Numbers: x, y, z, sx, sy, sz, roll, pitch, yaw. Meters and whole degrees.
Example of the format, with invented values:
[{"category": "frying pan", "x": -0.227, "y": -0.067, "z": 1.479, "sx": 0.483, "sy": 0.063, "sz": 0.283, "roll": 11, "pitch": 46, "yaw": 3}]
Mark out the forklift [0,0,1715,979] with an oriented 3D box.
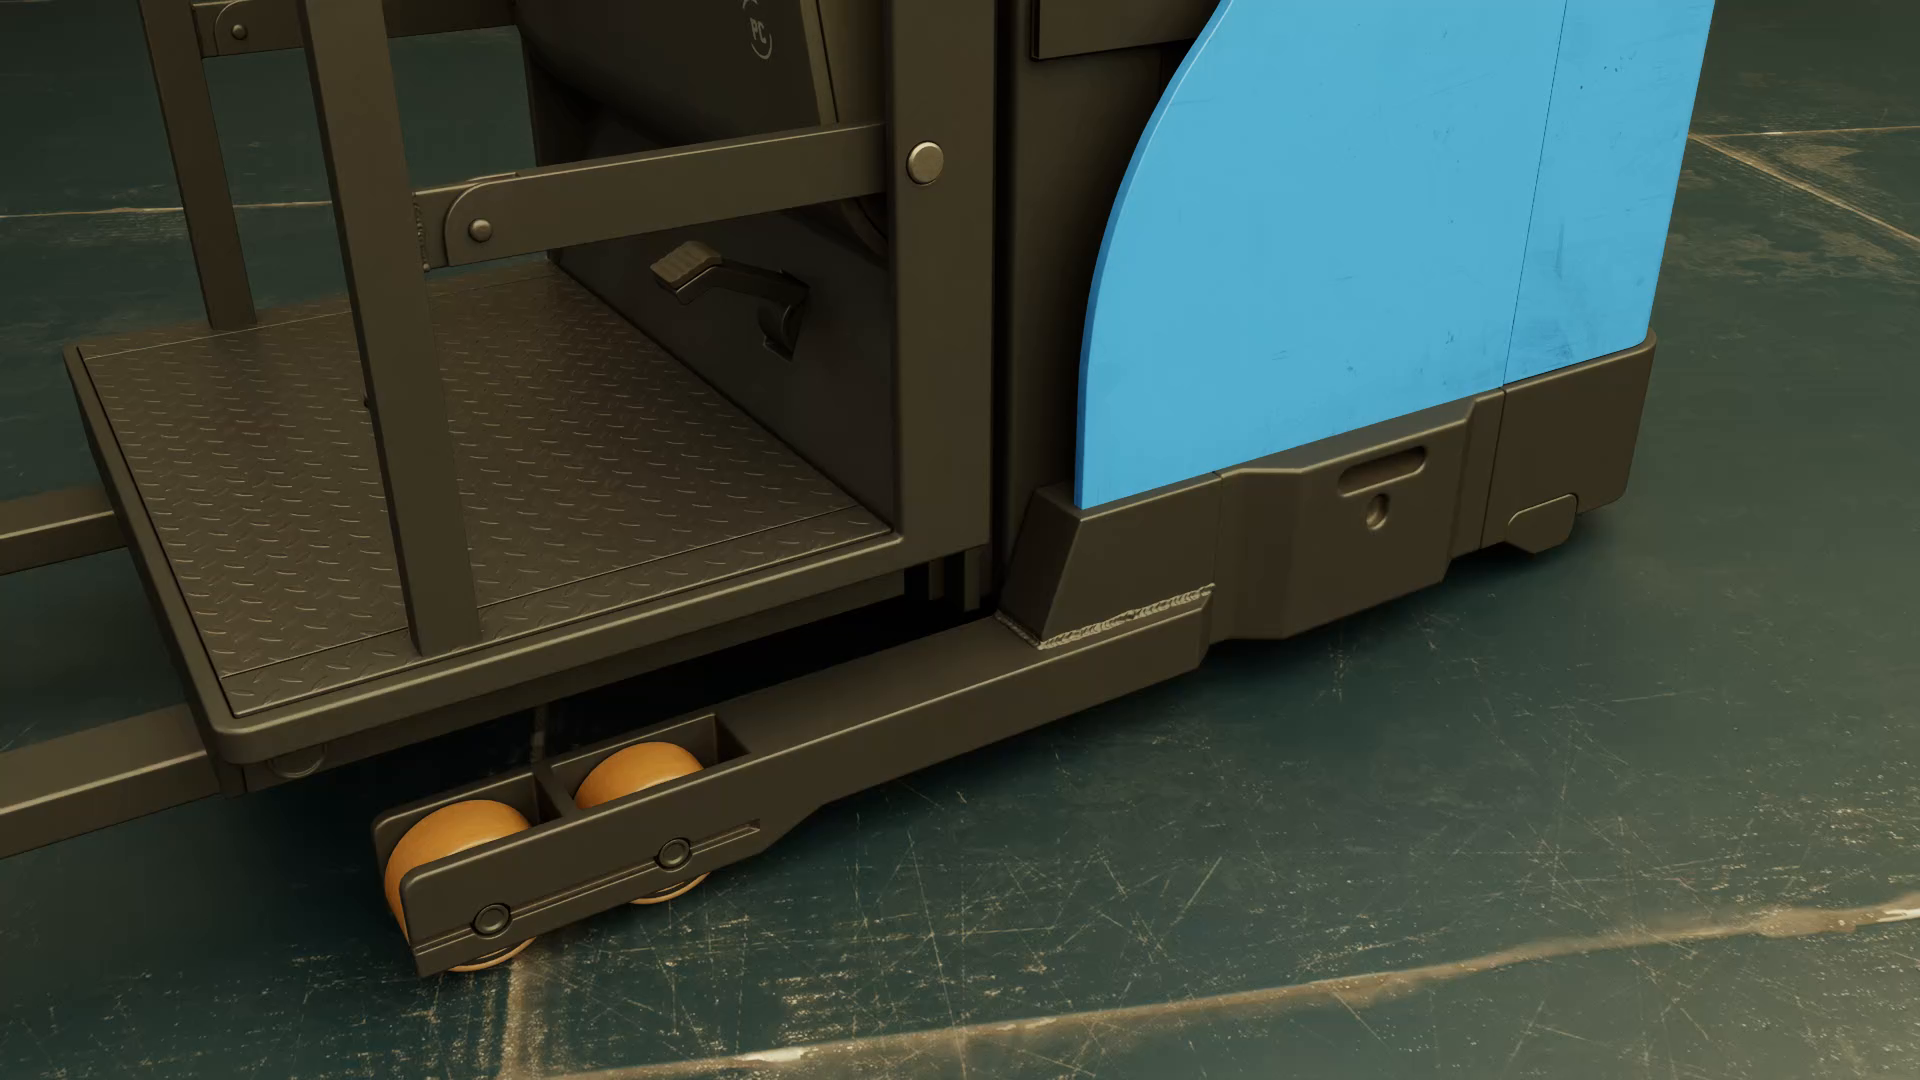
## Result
[{"category": "forklift", "x": -0.516, "y": -1.144, "z": 1.529, "sx": 3.031, "sy": 2.935, "sz": 1.130, "roll": -16, "pitch": 32, "yaw": -28}]
